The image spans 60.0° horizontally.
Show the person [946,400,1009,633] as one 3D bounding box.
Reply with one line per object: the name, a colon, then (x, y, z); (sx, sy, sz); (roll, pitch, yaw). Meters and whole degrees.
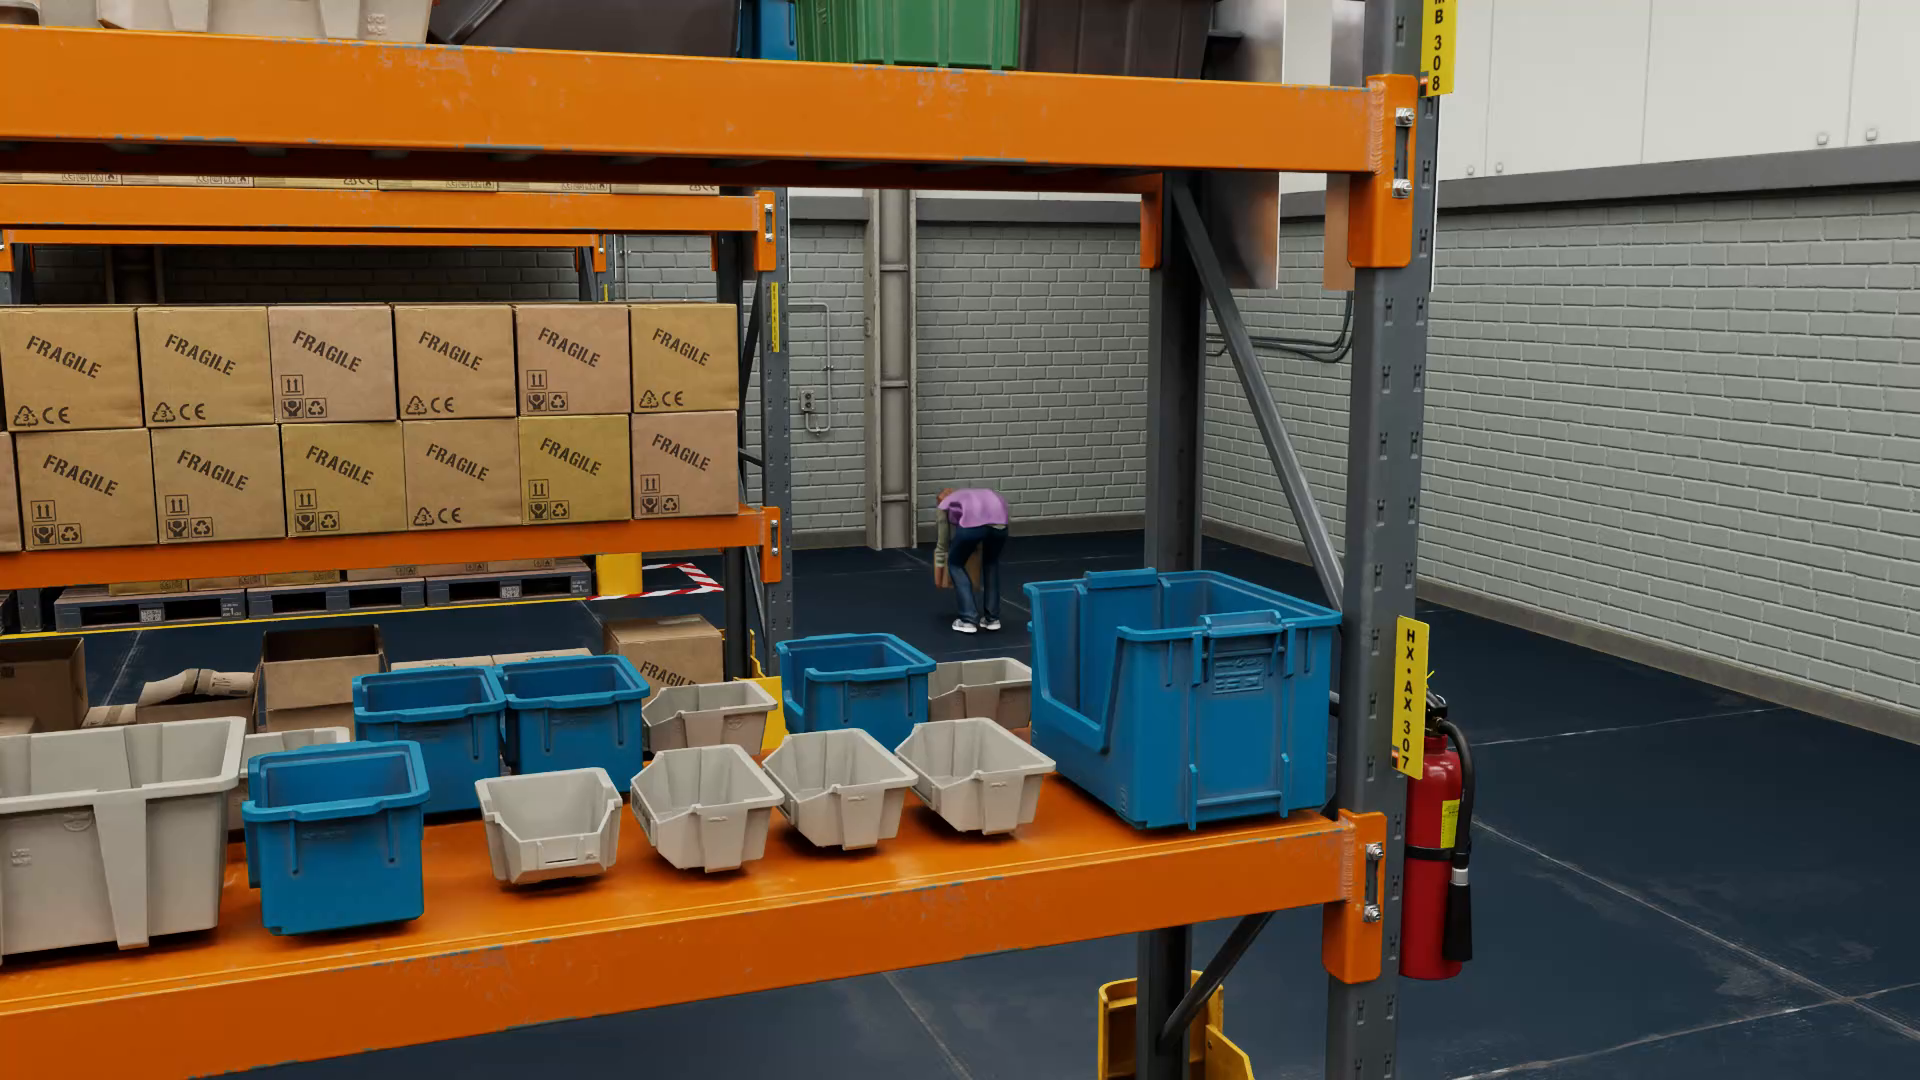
person: (0.124, -0.099, 11.381); (0.480, 1.478, 0.347); (-4, 10, -24)
